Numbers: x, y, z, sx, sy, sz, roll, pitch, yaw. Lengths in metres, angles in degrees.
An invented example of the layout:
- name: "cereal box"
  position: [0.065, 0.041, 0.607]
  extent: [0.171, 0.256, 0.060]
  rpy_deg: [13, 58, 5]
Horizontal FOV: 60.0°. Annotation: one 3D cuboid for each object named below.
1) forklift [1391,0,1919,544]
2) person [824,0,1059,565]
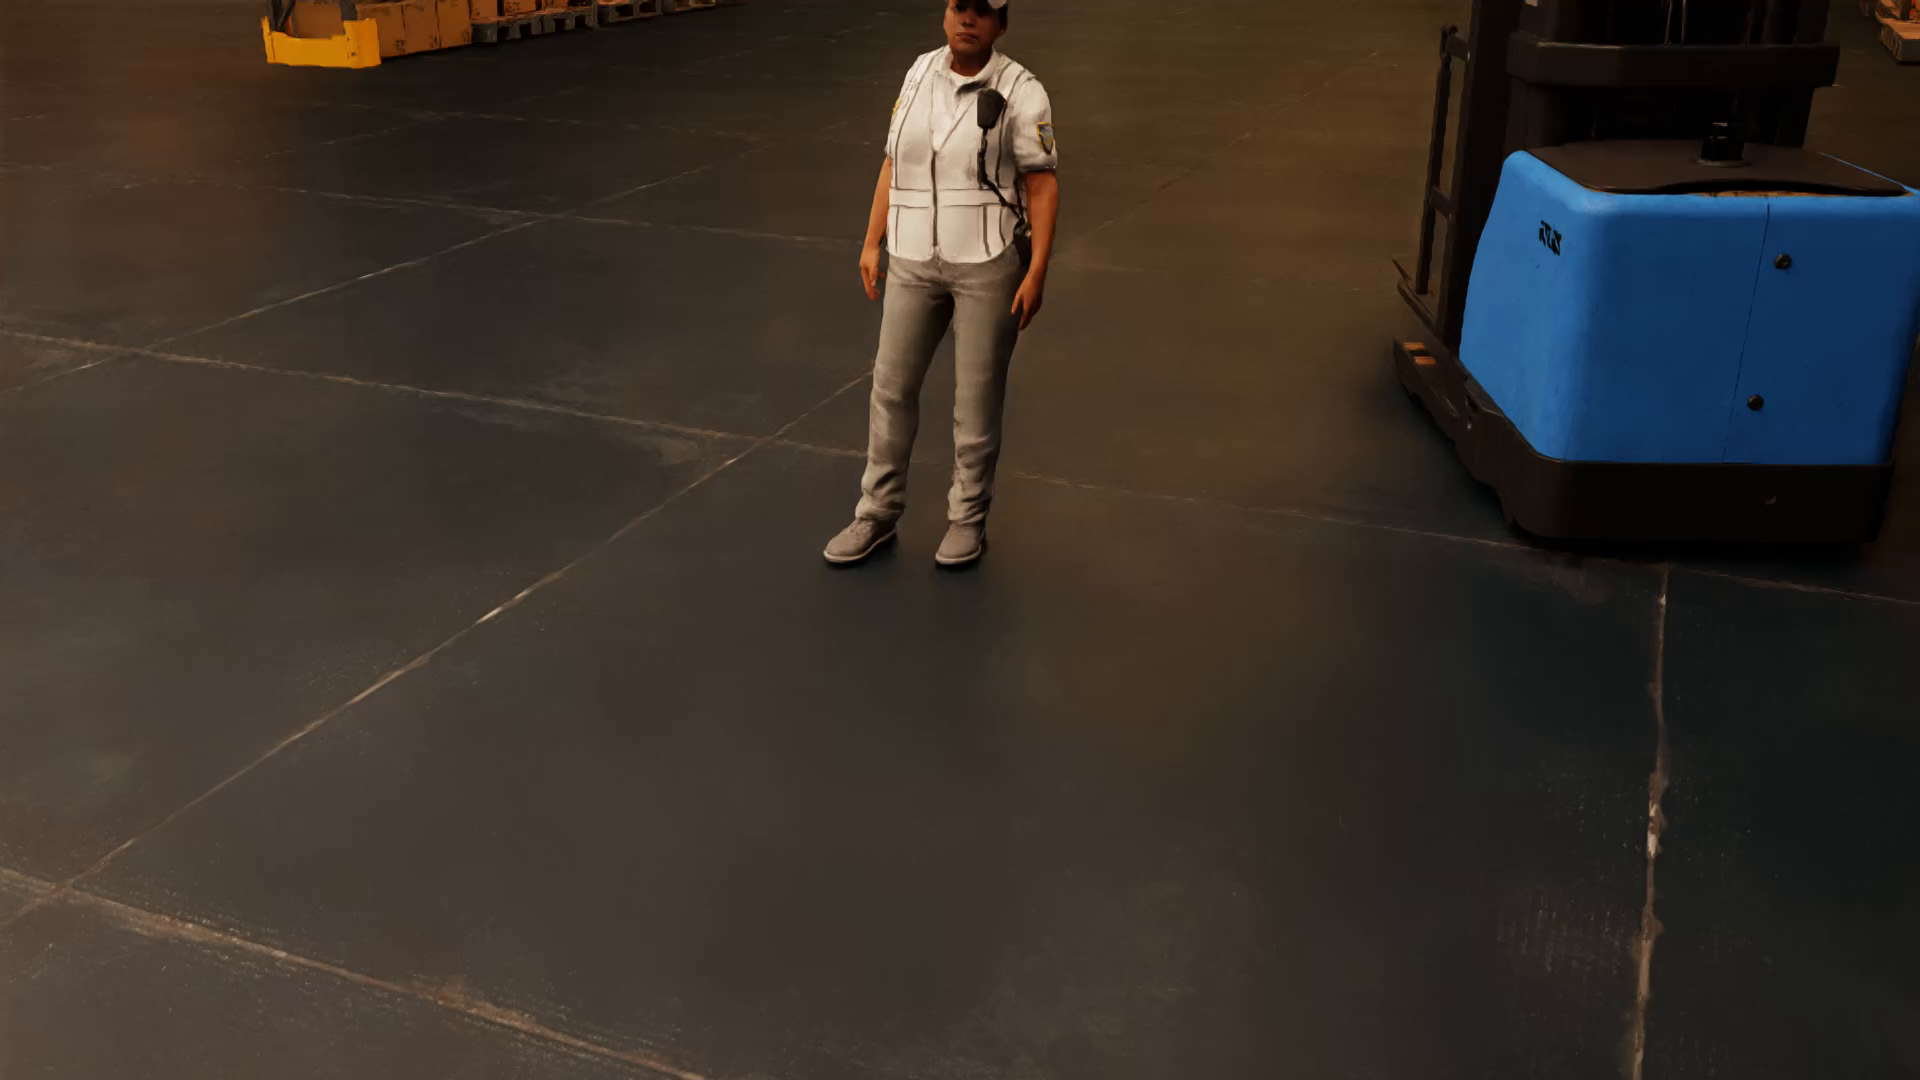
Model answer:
- name: "forklift"
  position: [2.269, -1.865, 5.754]
  extent: [1.130, 2.935, 3.031]
  rpy_deg: [1, 23, 2]
- name: "person"
  position: [-0.050, -0.752, 4.712]
  extent: [0.598, 1.669, 0.529]
  rpy_deg: [9, 24, 21]
